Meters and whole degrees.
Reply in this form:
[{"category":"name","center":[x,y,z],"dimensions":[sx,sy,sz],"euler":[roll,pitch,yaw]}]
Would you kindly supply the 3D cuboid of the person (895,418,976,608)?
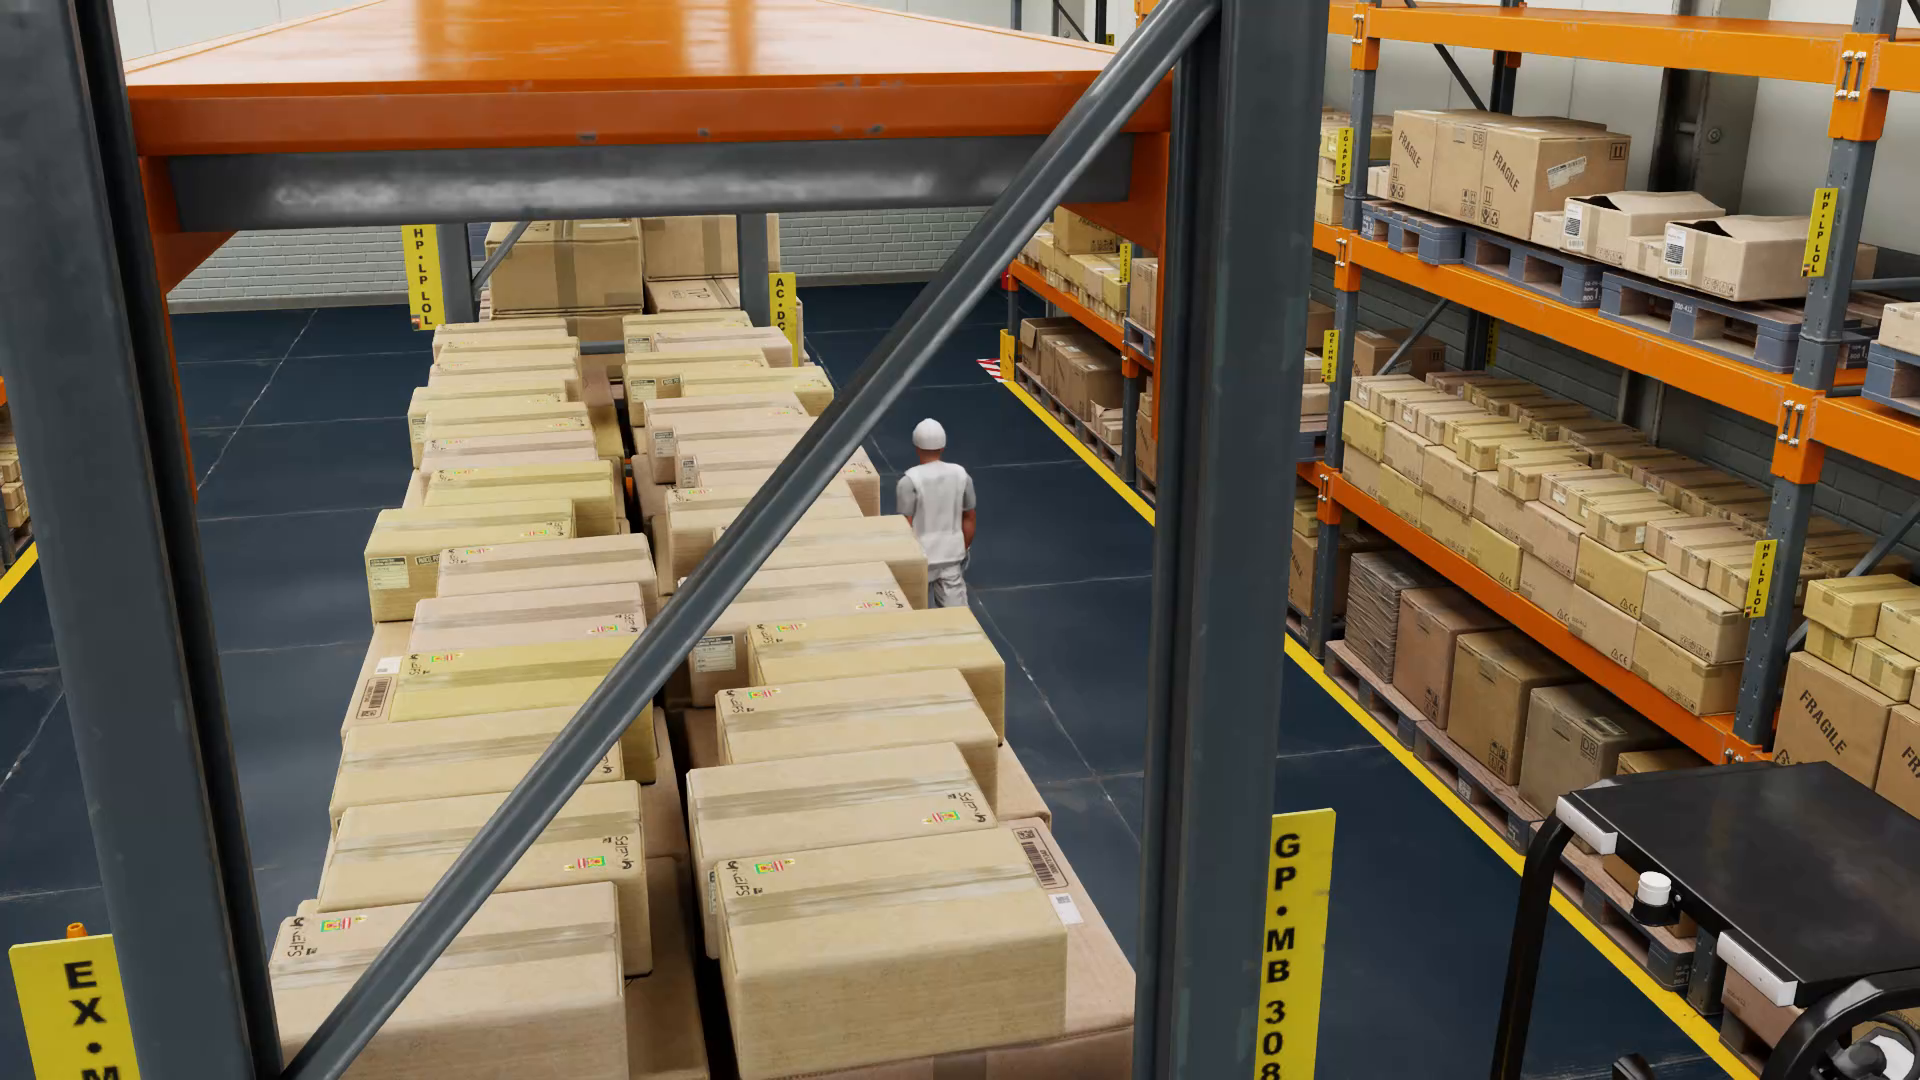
[{"category":"person","center":[-0.183,0.091,10.249],"dimensions":[0.579,1.722,1.001],"euler":[-6,20,-16]}]
